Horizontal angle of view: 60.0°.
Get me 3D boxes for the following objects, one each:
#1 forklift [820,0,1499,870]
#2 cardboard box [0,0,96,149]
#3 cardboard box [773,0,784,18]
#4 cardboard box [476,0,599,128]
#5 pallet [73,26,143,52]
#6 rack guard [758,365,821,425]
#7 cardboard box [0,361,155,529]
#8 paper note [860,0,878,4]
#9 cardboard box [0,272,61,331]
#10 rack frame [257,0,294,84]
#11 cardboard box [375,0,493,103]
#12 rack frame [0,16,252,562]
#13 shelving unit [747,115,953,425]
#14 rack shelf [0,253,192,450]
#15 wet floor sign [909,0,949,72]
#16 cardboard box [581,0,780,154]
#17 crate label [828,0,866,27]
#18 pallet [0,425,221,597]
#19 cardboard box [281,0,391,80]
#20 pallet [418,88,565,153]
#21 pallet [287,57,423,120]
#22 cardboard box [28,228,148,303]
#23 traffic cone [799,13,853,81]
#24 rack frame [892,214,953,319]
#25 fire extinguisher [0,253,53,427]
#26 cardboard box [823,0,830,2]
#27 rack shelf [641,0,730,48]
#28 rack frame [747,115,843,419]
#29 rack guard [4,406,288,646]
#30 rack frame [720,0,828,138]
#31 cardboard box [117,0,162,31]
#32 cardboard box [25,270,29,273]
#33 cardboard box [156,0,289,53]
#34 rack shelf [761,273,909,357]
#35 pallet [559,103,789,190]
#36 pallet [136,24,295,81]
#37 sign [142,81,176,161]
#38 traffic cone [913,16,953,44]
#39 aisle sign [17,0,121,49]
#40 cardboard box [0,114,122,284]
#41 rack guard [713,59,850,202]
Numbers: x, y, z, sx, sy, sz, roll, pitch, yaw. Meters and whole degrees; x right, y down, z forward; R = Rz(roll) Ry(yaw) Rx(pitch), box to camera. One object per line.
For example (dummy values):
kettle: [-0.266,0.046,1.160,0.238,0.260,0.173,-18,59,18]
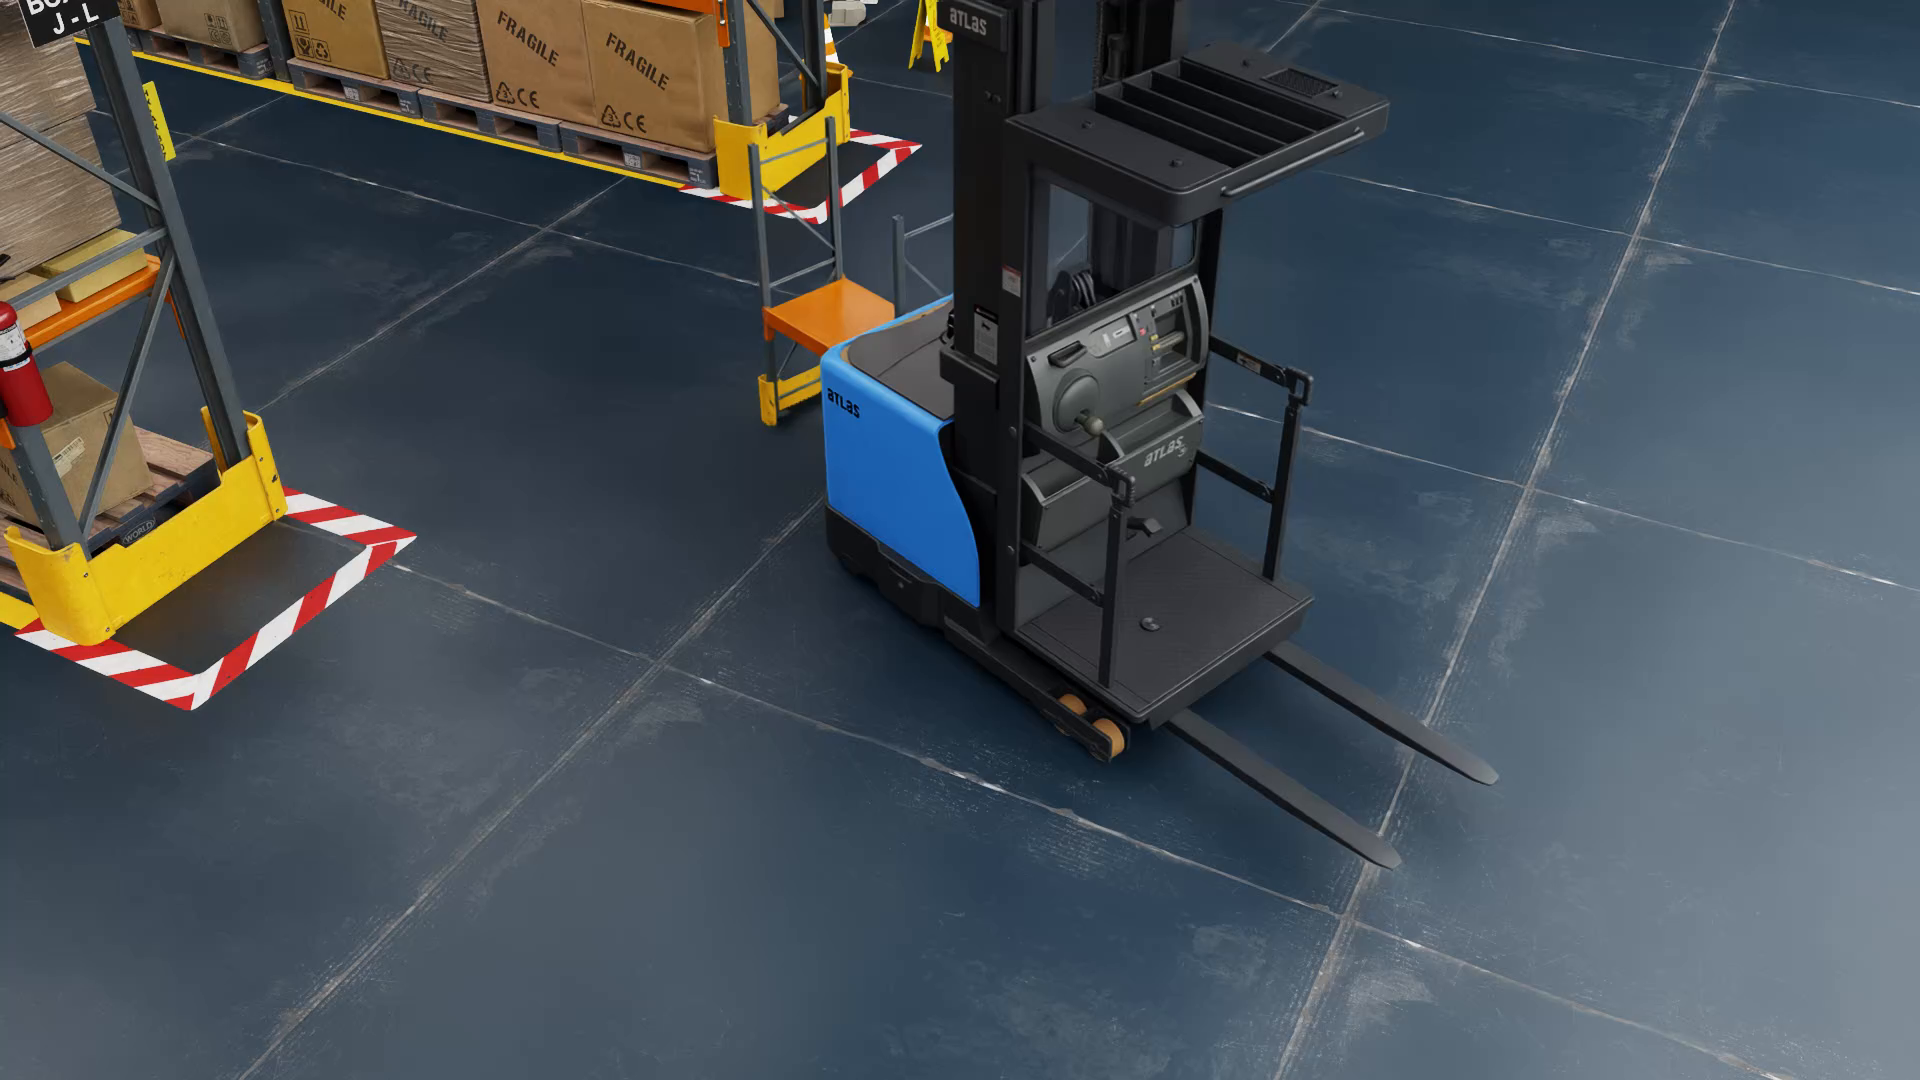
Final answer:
forklift: [0.752,-0.644,6.174,1.130,2.935,3.031,-29,46,-32]
cardboard box: [-3.903,-1.921,6.644,0.500,0.500,0.500,17,41,21]
cardboard box: [-1.707,-4.520,13.289,0.637,0.503,0.797,-8,38,-10]
cardboard box: [-2.584,-3.417,11.181,0.875,0.875,0.875,17,40,21]
pallet: [-6.529,-4.214,13.127,1.213,0.211,1.003,17,41,21]
rack guard: [-0.787,-0.824,8.629,0.587,0.250,0.087,-29,46,-33]
cardboard box: [-4.087,-0.419,7.541,0.500,0.500,0.500,25,44,29]
paper note: [-0.737,-4.397,13.517,0.142,0.019,0.148,4,37,6]
cardboard box: [-3.888,-0.933,6.706,0.250,0.149,0.380,17,41,21]
rack frame: [-4.721,-4.812,11.608,0.127,3.000,1.000,17,41,21]
cardboard box: [-3.393,-3.672,11.517,0.875,0.875,0.875,18,41,22]
rack frame: [-3.540,-1.065,6.672,0.127,3.000,1.000,17,41,21]
shelving unit: [-0.449,-1.101,7.959,0.587,1.500,1.083,-29,46,-33]
rack shelf: [-5.316,-1.335,7.622,4.000,0.370,1.077,17,41,21]
wet floor sign: [-0.233,-3.817,12.245,0.232,0.644,0.267,11,38,14]
cardboard box: [-1.802,-3.174,10.860,0.875,0.875,0.875,18,41,22]
crate label: [-0.893,-4.167,13.126,0.298,0.136,0.250,-2,37,-2]
pallet: [-4.313,-0.220,7.866,1.213,0.211,1.003,17,41,21]
cardboard box: [-4.195,-3.921,11.844,0.875,0.875,0.875,18,41,22]
pallet: [-2.995,-3.109,11.672,1.213,0.211,1.003,17,41,21]
pallet: [-4.082,-3.448,12.118,1.213,0.211,1.003,17,41,21]
cardboard box: [-3.684,-1.172,7.021,0.250,0.149,0.380,17,41,21]
traffic cone: [-0.988,-3.599,12.109,0.334,0.463,0.336,17,41,21]
rack frame: [-0.097,-0.871,7.657,0.500,1.500,0.032,-29,46,-33]
fire extinguisher: [-3.650,-0.755,6.328,0.183,0.674,0.296,17,41,21]
cardboard box: [-1.075,-4.530,13.594,0.380,0.149,0.250,-21,42,-25]
rack shelf: [-2.945,-3.969,11.093,4.000,0.370,1.077,17,41,21]
rack frame: [-0.788,-1.322,8.251,0.500,1.500,0.032,-29,46,-33]
rack guard: [-3.608,-0.090,7.456,0.348,0.500,1.175,17,41,21]
rack frame: [-1.169,-3.700,10.143,0.127,3.000,1.000,17,41,21]
cardboard box: [-6.169,-4.478,12.681,0.750,0.750,1.050,17,41,21]
cardboard box: [-3.897,-1.252,7.126,0.250,0.149,0.380,17,41,21]
cardboard box: [-5.314,-4.208,12.325,0.750,0.750,1.050,17,40,21]
rack shelf: [-0.443,-0.953,8.063,0.538,0.185,1.000,-29,46,-33]
pallet: [-1.915,-2.769,11.224,1.213,0.211,1.003,17,41,21]
pallet: [-5.441,-3.875,12.681,1.213,0.211,1.003,17,41,21]
sign: [-3.291,-1.701,6.794,0.005,0.325,0.100,17,41,21]
traffic cone: [-0.166,-4.112,12.784,0.334,0.463,0.336,17,41,21]
aisle sign: [-3.347,-2.244,6.076,0.004,0.787,0.394,17,41,21]
cardboard box: [-4.016,-1.391,6.773,0.500,0.500,0.875,17,41,21]
rack guard: [-1.148,-2.698,10.890,0.348,0.500,1.175,17,41,21]
